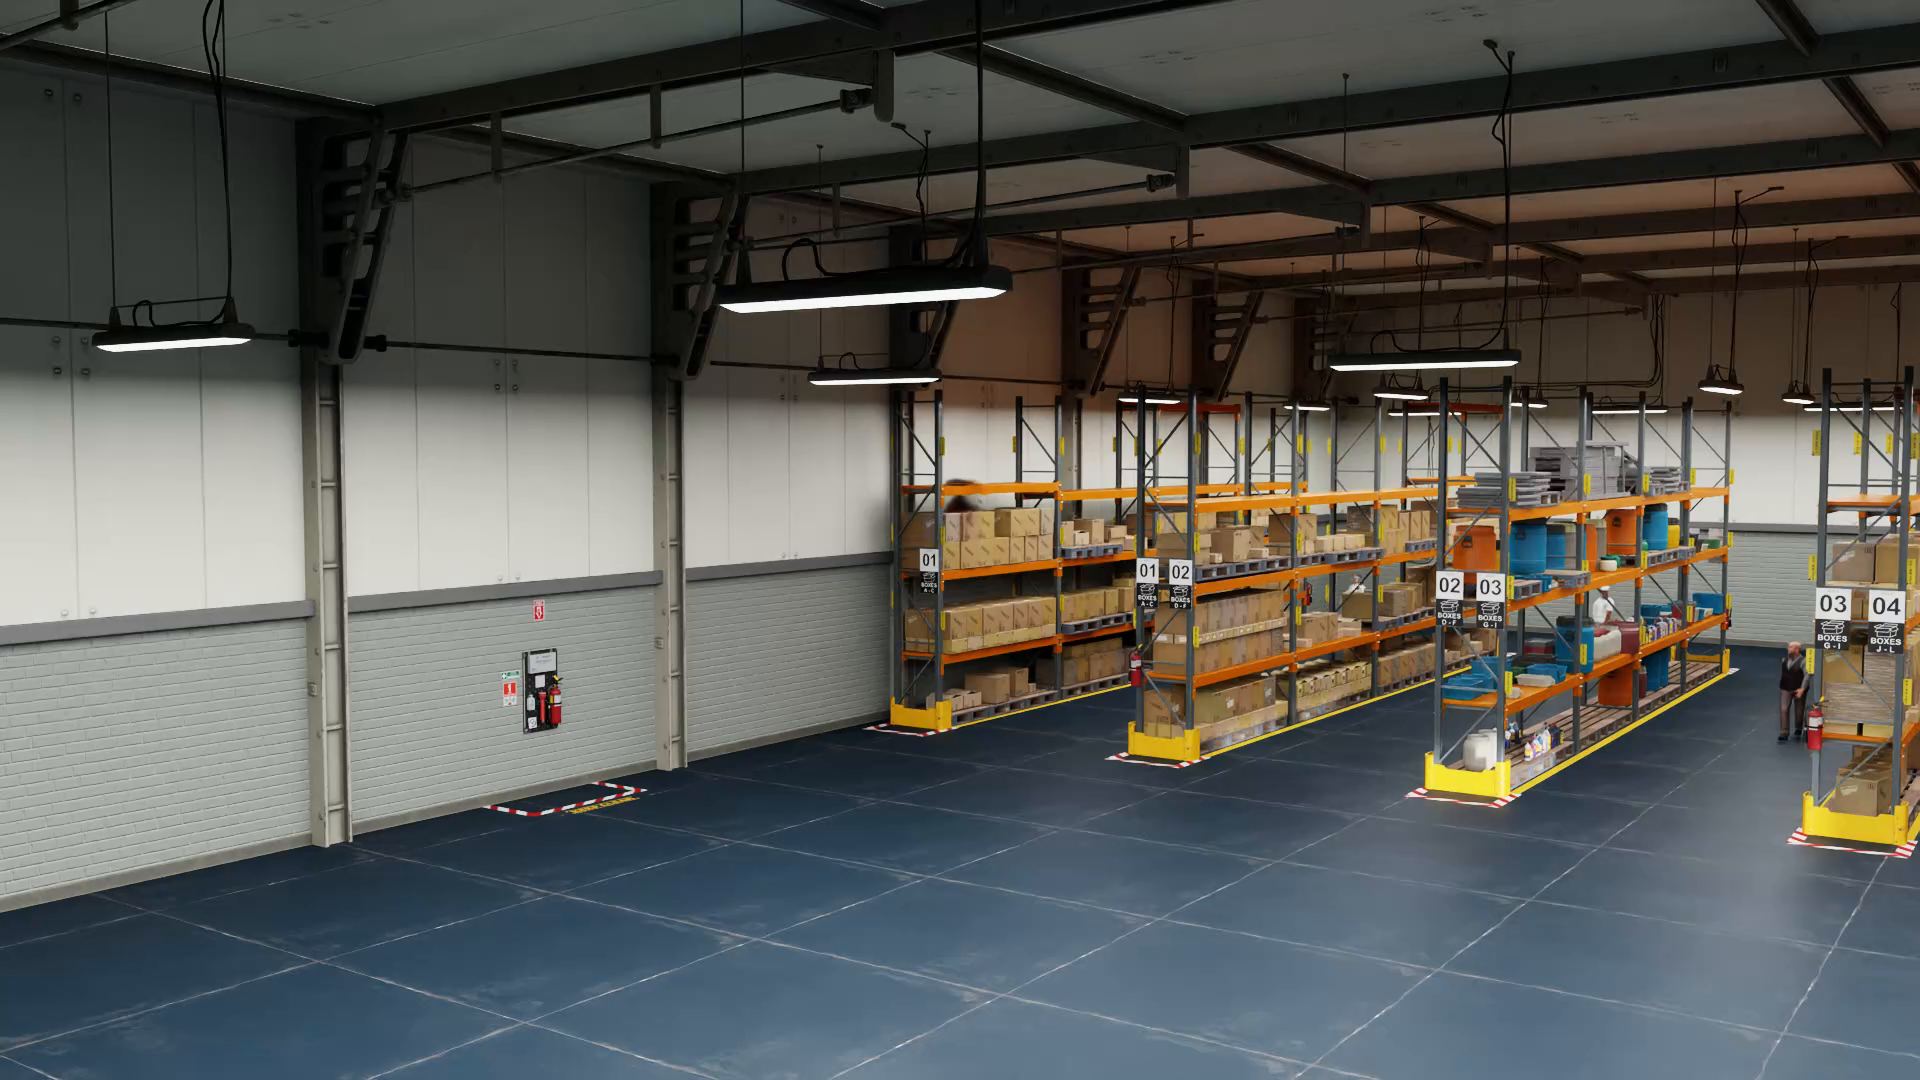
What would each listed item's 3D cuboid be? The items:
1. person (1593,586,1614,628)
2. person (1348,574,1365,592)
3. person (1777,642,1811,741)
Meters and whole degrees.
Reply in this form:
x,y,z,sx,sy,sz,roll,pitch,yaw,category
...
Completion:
x,y,z,sx,sy,sz,roll,pitch,yaw,category
14.982,1.950,38.943,0.537,1.796,0.607,0,3,0,person
10.331,1.737,43.230,0.518,1.727,0.393,0,3,7,person
14.189,2.565,28.263,0.490,1.674,1.045,2,4,32,person
